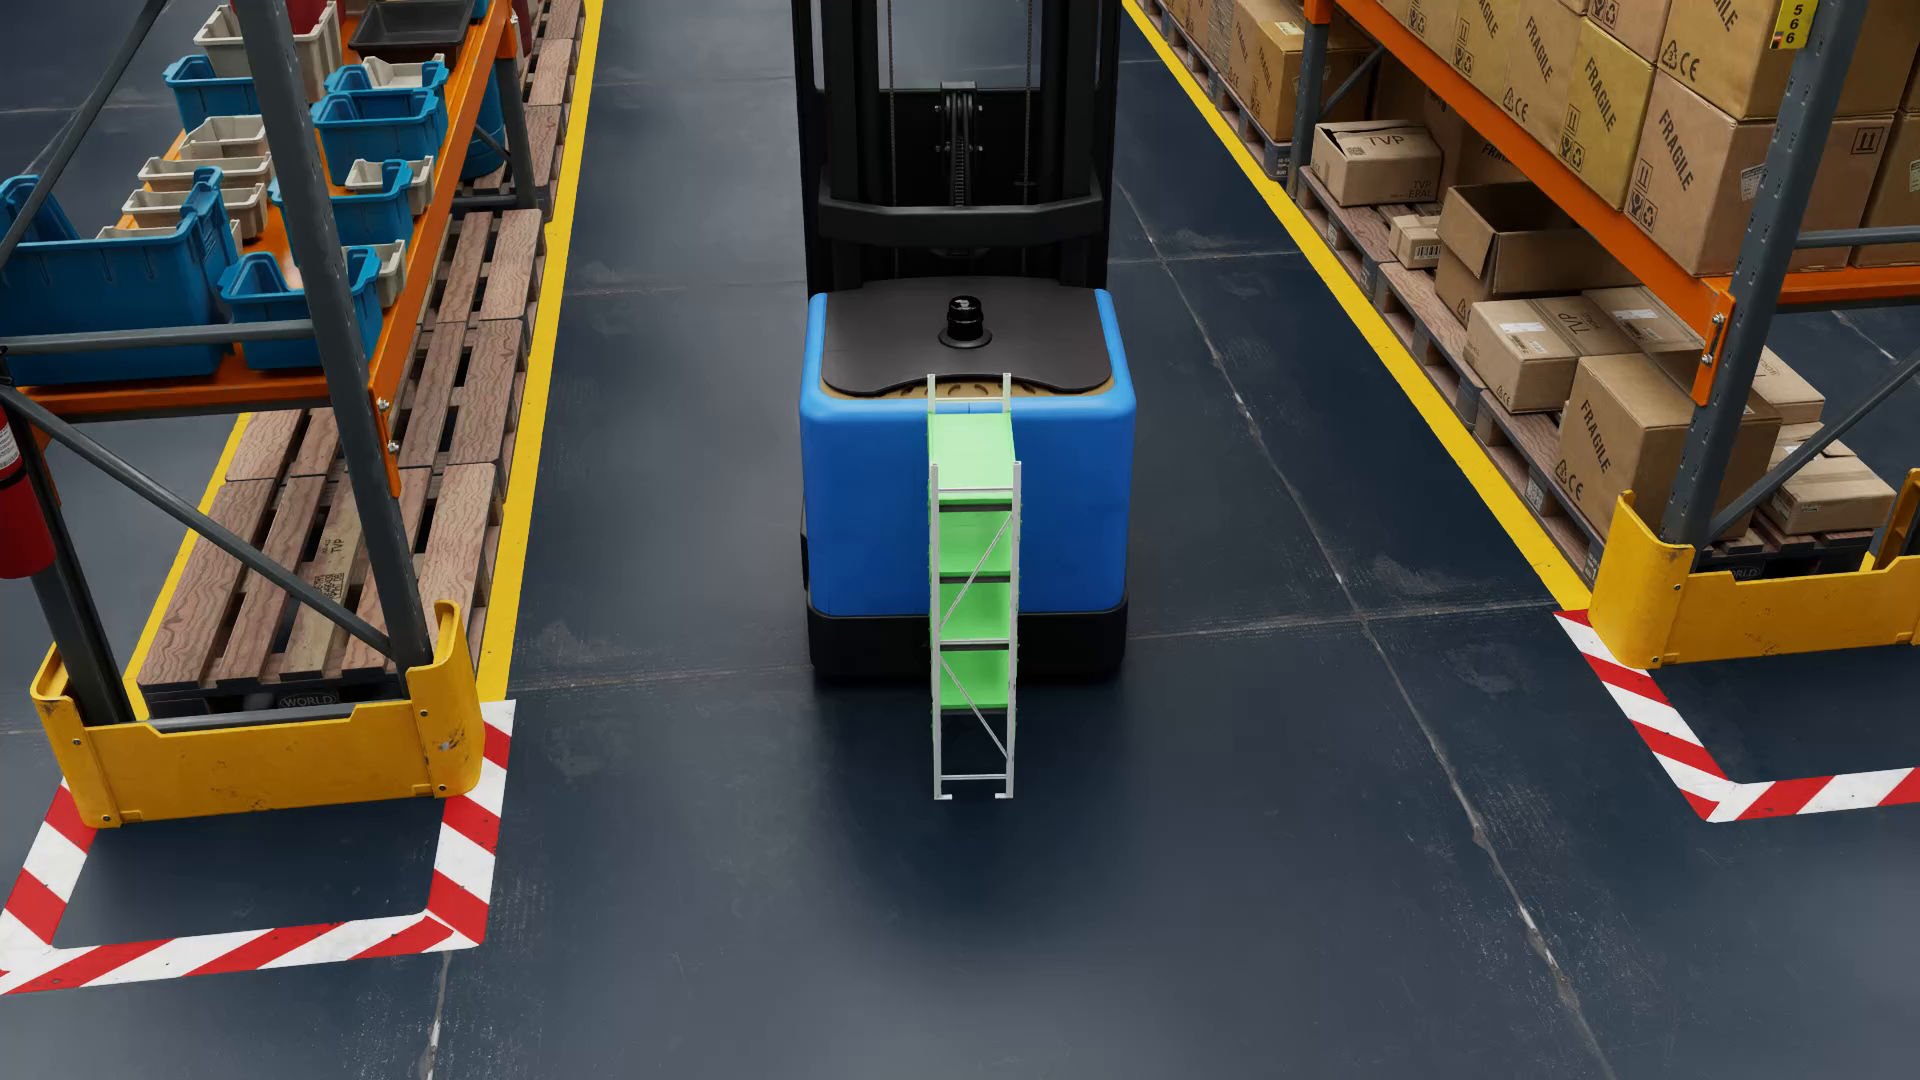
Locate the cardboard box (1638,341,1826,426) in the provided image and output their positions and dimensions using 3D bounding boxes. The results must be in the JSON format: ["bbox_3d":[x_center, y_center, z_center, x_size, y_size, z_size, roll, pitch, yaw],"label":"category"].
[{"bbox_3d":[2.947,-0.545,6.437,0.500,0.250,0.500,-4,35,-6],"label":"cardboard box"}]

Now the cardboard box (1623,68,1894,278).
[{"bbox_3d":[2.477,-1.166,5.209,0.500,0.500,0.500,-3,34,-5],"label":"cardboard box"}]

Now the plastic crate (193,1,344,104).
[{"bbox_3d":[-2.617,-1.864,6.374,0.437,0.282,0.530,-4,35,-6],"label":"plastic crate"}]

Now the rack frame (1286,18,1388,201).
[{"bbox_3d":[2.269,-3.128,8.176,1.000,3.000,0.127,-4,35,-6],"label":"rack frame"}]

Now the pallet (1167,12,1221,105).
[{"bbox_3d":[1.955,-3.109,10.624,1.003,0.211,1.213,-4,35,-6],"label":"pallet"}]

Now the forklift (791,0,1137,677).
[{"bbox_3d":[-0.020,-1.562,5.940,1.130,2.935,3.031,-1,34,-2],"label":"forklift"}]

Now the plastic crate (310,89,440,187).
[{"bbox_3d":[-1.986,-1.376,5.700,0.416,0.233,0.300,-4,35,-6],"label":"plastic crate"}]

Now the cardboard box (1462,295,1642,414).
[{"bbox_3d":[2.391,-0.758,6.750,0.500,0.250,0.500,-4,35,-6],"label":"cardboard box"}]

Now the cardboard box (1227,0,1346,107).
[{"bbox_3d":[1.860,-2.807,9.534,0.500,0.500,0.500,-4,35,-6],"label":"cardboard box"}]

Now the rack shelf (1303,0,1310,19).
[{"bbox_3d":[2.000,-3.946,10.016,1.077,0.370,4.000,-4,35,-6],"label":"rack shelf"}]

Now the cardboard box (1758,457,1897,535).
[{"bbox_3d":[3.091,-0.159,5.961,0.380,0.149,0.250,-4,35,-6],"label":"cardboard box"}]

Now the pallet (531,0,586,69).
[{"bbox_3d":[-3.031,-3.398,11.048,1.003,0.211,1.213,-4,35,-6],"label":"pallet"}]

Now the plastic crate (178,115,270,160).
[{"bbox_3d":[-2.536,-1.360,5.763,0.298,0.136,0.250,-4,35,-6],"label":"plastic crate"}]

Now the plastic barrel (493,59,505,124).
[{"bbox_3d":[-2.792,-2.761,9.128,0.600,0.901,0.708,-4,35,-6],"label":"plastic barrel"}]

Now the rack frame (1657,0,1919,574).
[{"bbox_3d":[2.807,-0.896,4.900,1.000,3.000,0.127,-4,35,-6],"label":"rack frame"}]

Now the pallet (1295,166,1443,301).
[{"bbox_3d":[2.360,-1.592,8.399,1.003,0.211,1.213,-4,35,-6],"label":"pallet"}]

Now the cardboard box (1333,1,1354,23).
[{"bbox_3d":[2.362,-2.862,9.615,0.500,0.500,0.500,-4,34,-6],"label":"cardboard box"}]

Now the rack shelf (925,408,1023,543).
[{"bbox_3d":[0.034,-0.189,4.722,0.258,0.148,0.480,-1,34,-1],"label":"rack shelf"}]

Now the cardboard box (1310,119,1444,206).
[{"bbox_3d":[2.111,-1.948,8.441,0.500,0.311,0.500,-4,35,-6],"label":"cardboard box"}]

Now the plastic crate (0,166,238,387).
[{"bbox_3d":[-2.332,-0.735,4.580,0.616,0.435,0.499,-4,35,-6],"label":"plastic crate"}]

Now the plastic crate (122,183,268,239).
[{"bbox_3d":[-2.416,-1.042,5.297,0.396,0.136,0.243,-4,35,-6],"label":"plastic crate"}]

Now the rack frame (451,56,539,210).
[{"bbox_3d":[-2.640,-2.755,7.628,1.000,3.000,0.127,-4,35,-6],"label":"rack frame"}]

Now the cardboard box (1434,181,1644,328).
[{"bbox_3d":[2.527,-1.230,7.217,0.797,0.503,0.637,-4,35,-6],"label":"cardboard box"}]

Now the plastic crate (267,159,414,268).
[{"bbox_3d":[-1.898,-1.008,5.161,0.416,0.233,0.300,-4,35,-6],"label":"plastic crate"}]

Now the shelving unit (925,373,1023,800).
[{"bbox_3d":[0.034,0.155,4.957,0.258,1.200,0.503,-1,34,-1],"label":"shelving unit"}]

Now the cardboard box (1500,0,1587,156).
[{"bbox_3d":[2.342,-1.734,6.042,0.500,0.500,0.500,-4,34,-6],"label":"cardboard box"}]

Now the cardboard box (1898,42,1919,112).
[{"bbox_3d":[3.008,-1.618,4.983,0.500,0.500,0.500,-3,34,-5],"label":"cardboard box"}]

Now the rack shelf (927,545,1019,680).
[{"bbox_3d":[0.034,0.208,4.993,0.258,0.148,0.480,-1,34,-1],"label":"rack shelf"}]

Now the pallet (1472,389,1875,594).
[{"bbox_3d":[2.688,-0.230,6.401,1.003,0.211,1.213,-4,35,-6],"label":"pallet"}]

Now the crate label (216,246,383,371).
[{"bbox_3d":[-1.809,-0.641,4.622,0.416,0.233,0.303,-4,35,-6],"label":"crate label"}]

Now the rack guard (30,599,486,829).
[{"bbox_3d":[-2.086,0.523,5.039,1.175,0.500,0.348,-4,35,-6],"label":"rack guard"}]

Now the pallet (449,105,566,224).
[{"bbox_3d":[-2.703,-2.036,9.050,1.003,0.211,1.213,-4,35,-6],"label":"pallet"}]

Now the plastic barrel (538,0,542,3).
[{"bbox_3d":[-3.095,-3.992,10.998,0.600,0.830,0.708,-4,35,-6],"label":"plastic barrel"}]

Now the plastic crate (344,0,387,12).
[{"bbox_3d":[-2.719,-2.400,7.289,0.396,0.136,0.243,-4,35,-6],"label":"plastic crate"}]

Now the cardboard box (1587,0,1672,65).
[{"bbox_3d":[2.406,-1.859,5.338,0.500,0.500,0.500,-3,34,-5],"label":"cardboard box"}]

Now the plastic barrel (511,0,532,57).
[{"bbox_3d":[-2.943,-3.262,10.141,0.600,0.588,0.708,-4,35,-6],"label":"plastic barrel"}]

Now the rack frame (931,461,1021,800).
[{"bbox_3d":[0.042,0.293,4.755,0.240,1.200,0.015,-1,34,-1],"label":"rack frame"}]

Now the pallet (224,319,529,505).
[{"bbox_3d":[-2.335,-0.513,6.815,1.003,0.211,1.213,-4,35,-6],"label":"pallet"}]

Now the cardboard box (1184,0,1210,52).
[{"bbox_3d":[1.723,-3.370,10.361,0.500,0.500,0.500,-5,35,-8],"label":"cardboard box"}]

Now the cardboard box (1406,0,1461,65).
[{"bbox_3d":[2.204,-2.299,6.871,0.500,0.500,0.500,-5,35,-7],"label":"cardboard box"}]

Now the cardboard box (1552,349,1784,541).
[{"bbox_3d":[2.490,-0.329,5.898,0.500,0.500,0.500,-4,35,-6],"label":"cardboard box"}]

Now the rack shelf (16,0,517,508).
[{"bbox_3d":[-2.371,-1.341,6.193,1.077,0.370,4.000,-4,35,-6],"label":"rack shelf"}]

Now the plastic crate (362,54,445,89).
[{"bbox_3d":[-2.108,-1.721,6.293,0.293,0.136,0.466,-4,35,-6],"label":"plastic crate"}]
